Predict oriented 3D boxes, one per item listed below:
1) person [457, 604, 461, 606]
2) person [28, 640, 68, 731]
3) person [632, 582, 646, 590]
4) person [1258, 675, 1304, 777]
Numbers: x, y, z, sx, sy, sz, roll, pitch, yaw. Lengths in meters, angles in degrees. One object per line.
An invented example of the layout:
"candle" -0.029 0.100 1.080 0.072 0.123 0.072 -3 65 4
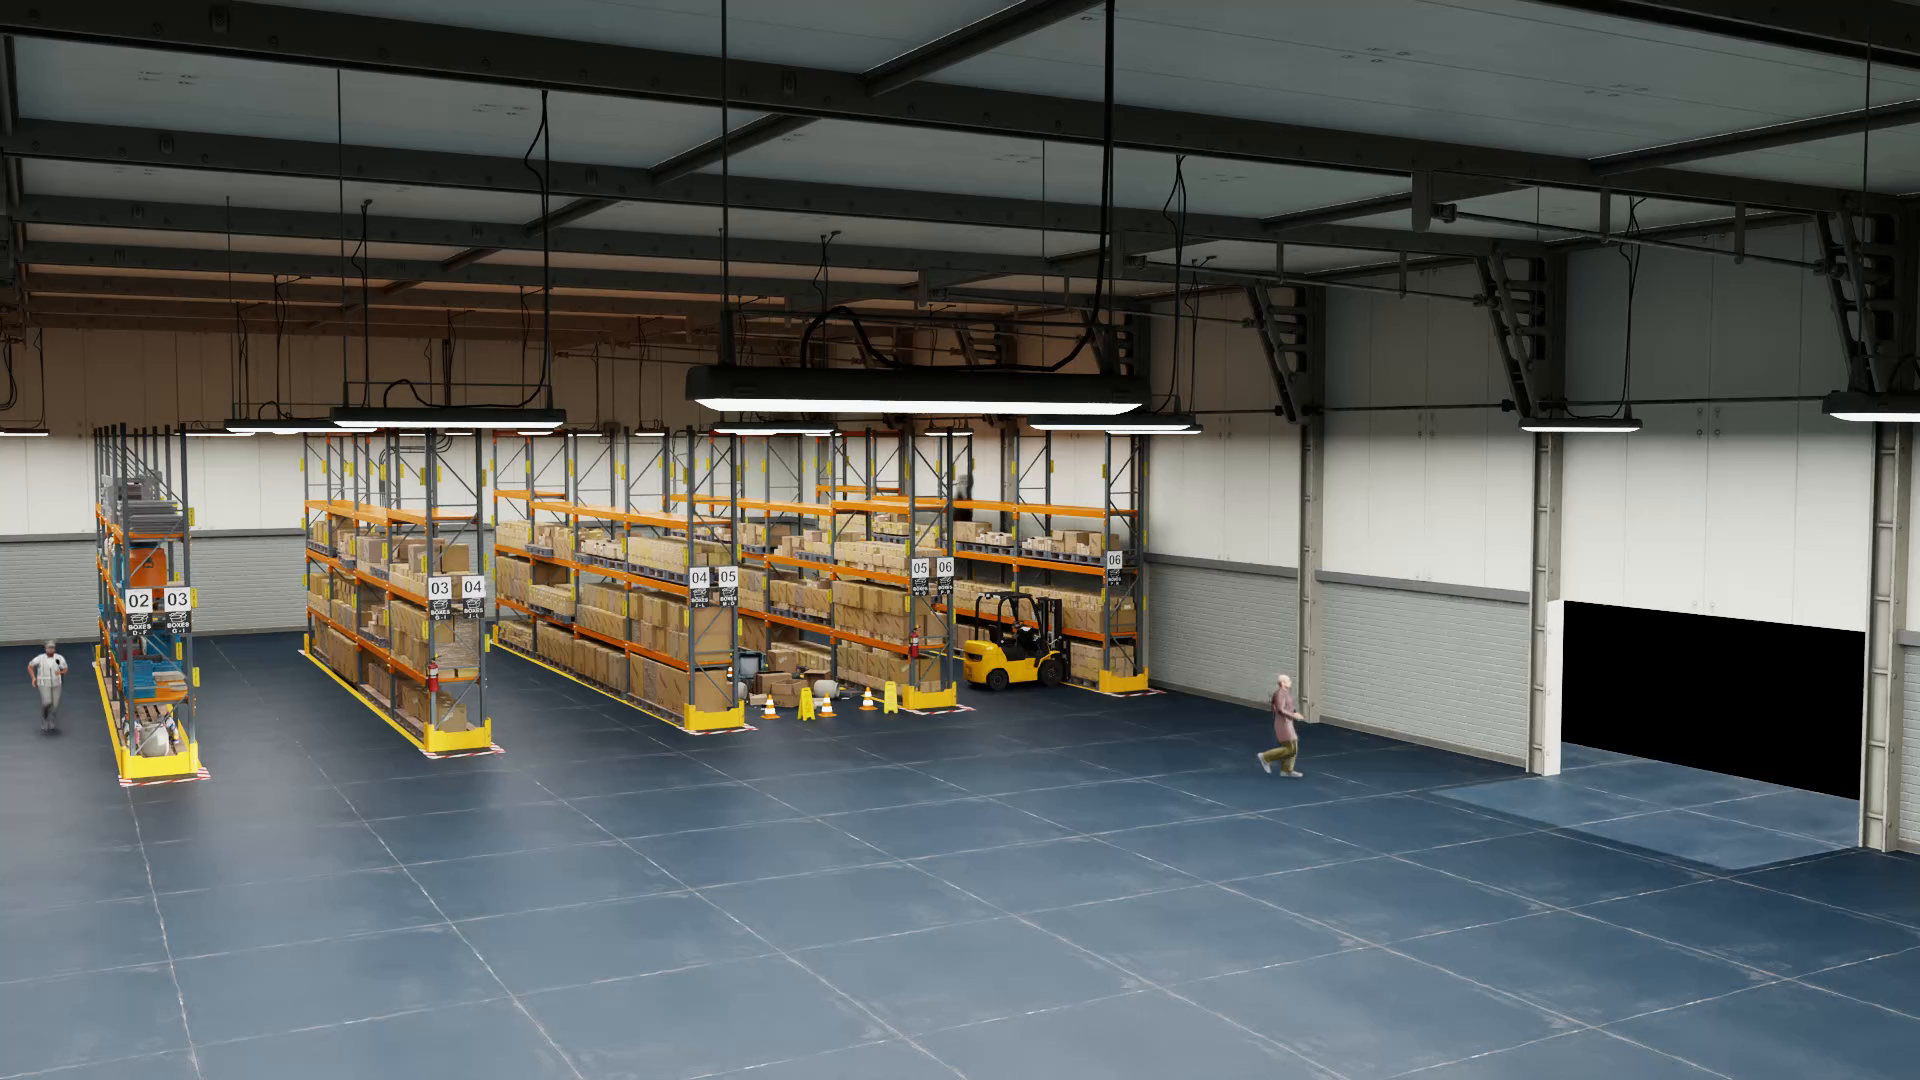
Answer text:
"person" -13.935 2.064 45.676 0.767 1.727 0.938 0 3 -3
"person" -17.903 2.858 32.730 0.652 1.773 0.653 -3 5 -42
"person" -9.721 1.896 50.193 0.789 1.643 0.496 -2 4 -28
"person" 5.431 3.144 28.146 0.757 1.737 0.709 0 3 8
